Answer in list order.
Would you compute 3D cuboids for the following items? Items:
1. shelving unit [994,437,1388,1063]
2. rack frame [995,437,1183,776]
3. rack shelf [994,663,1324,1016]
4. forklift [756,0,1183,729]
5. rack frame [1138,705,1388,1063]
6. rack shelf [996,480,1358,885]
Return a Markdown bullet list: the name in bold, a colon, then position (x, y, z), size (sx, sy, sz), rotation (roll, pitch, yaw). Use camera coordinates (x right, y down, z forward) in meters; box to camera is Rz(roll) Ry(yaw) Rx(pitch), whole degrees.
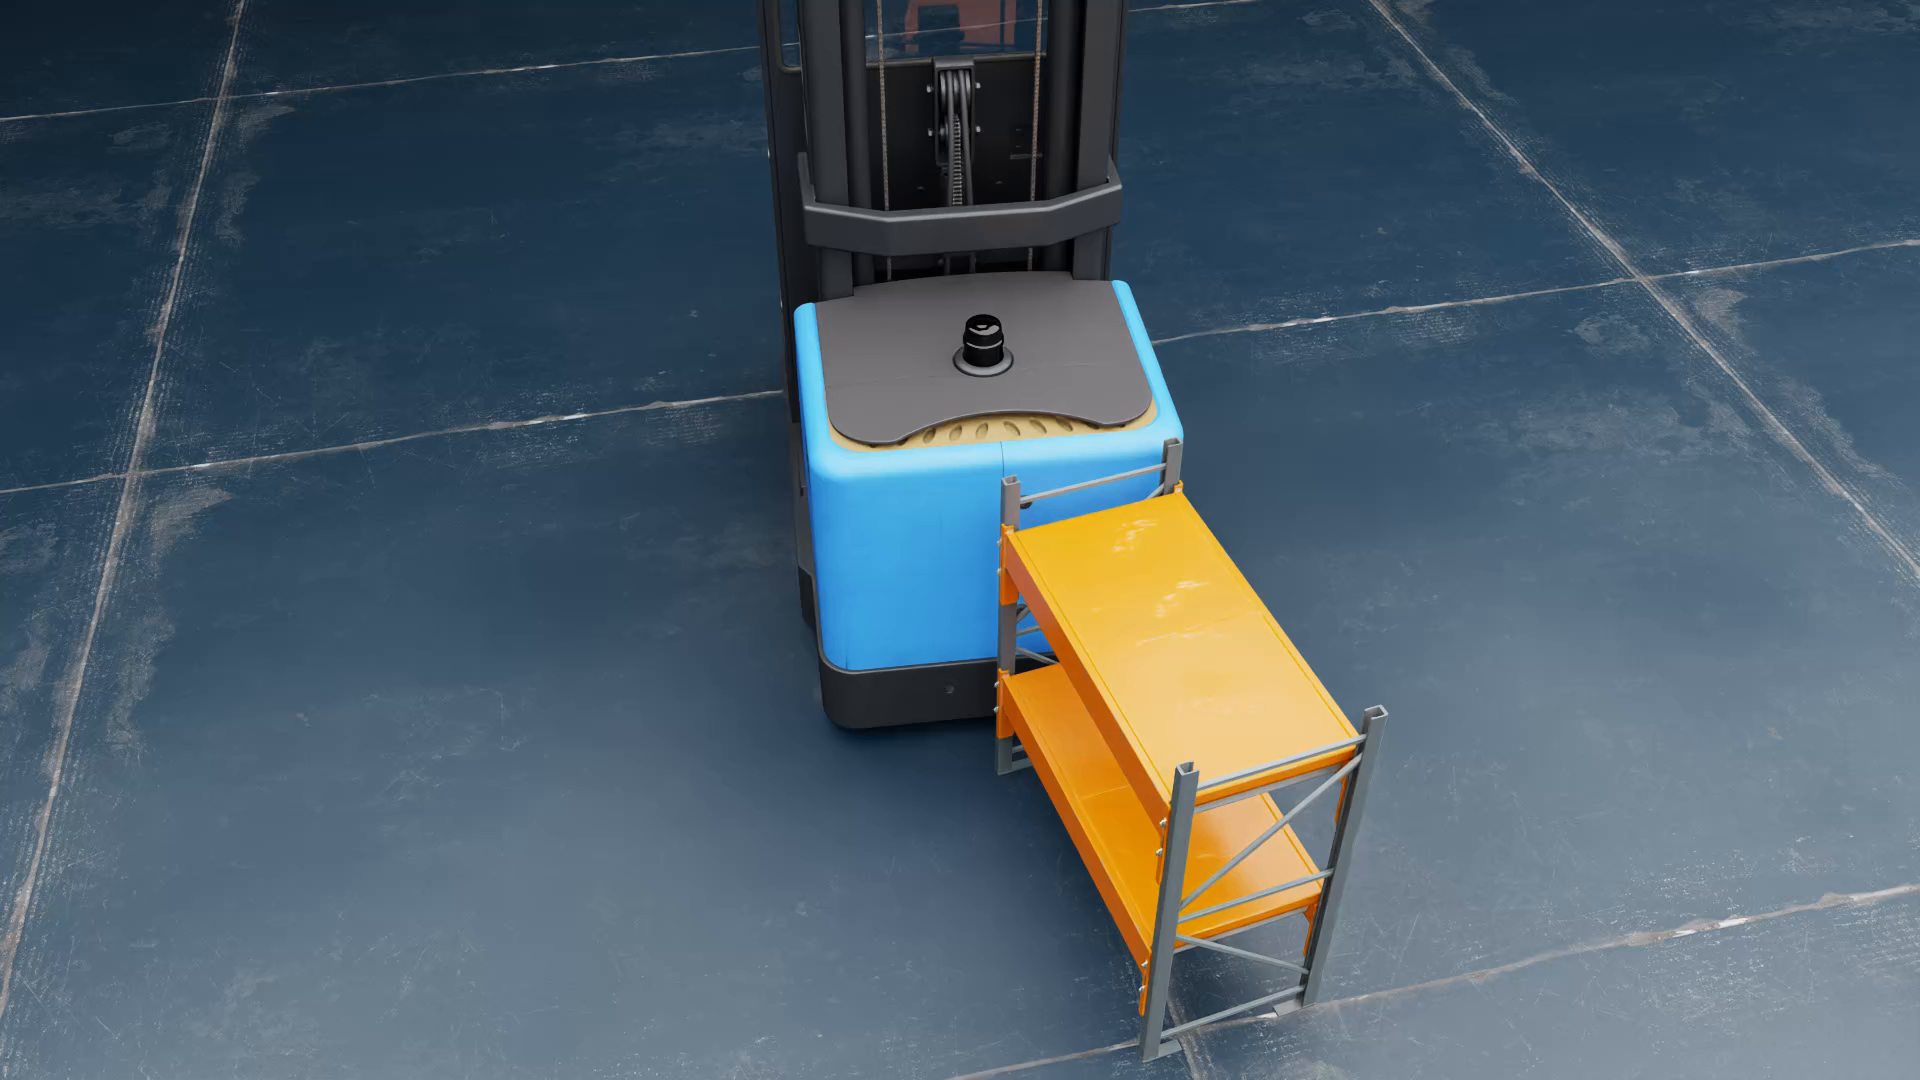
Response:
- **shelving unit**: position (0.520, 0.532, 4.303), size (0.538, 1.125, 1.048), rotation (-14, 43, -15)
- **rack frame**: position (0.344, 0.216, 4.660), size (0.500, 1.125, 0.032), rotation (-14, 43, -15)
- **rack shelf**: position (0.520, 0.715, 4.465), size (0.538, 0.278, 1.000), rotation (-14, 43, -15)
- **forklift**: position (-0.082, -1.508, 5.241), size (1.130, 2.935, 3.031), rotation (-5, 42, -6)
- **rack frame**: position (0.696, 0.849, 3.946), size (0.500, 1.125, 0.032), rotation (-14, 43, -15)
- **rack shelf**: position (0.520, 0.313, 4.109), size (0.538, 0.278, 1.000), rotation (-14, 43, -15)
